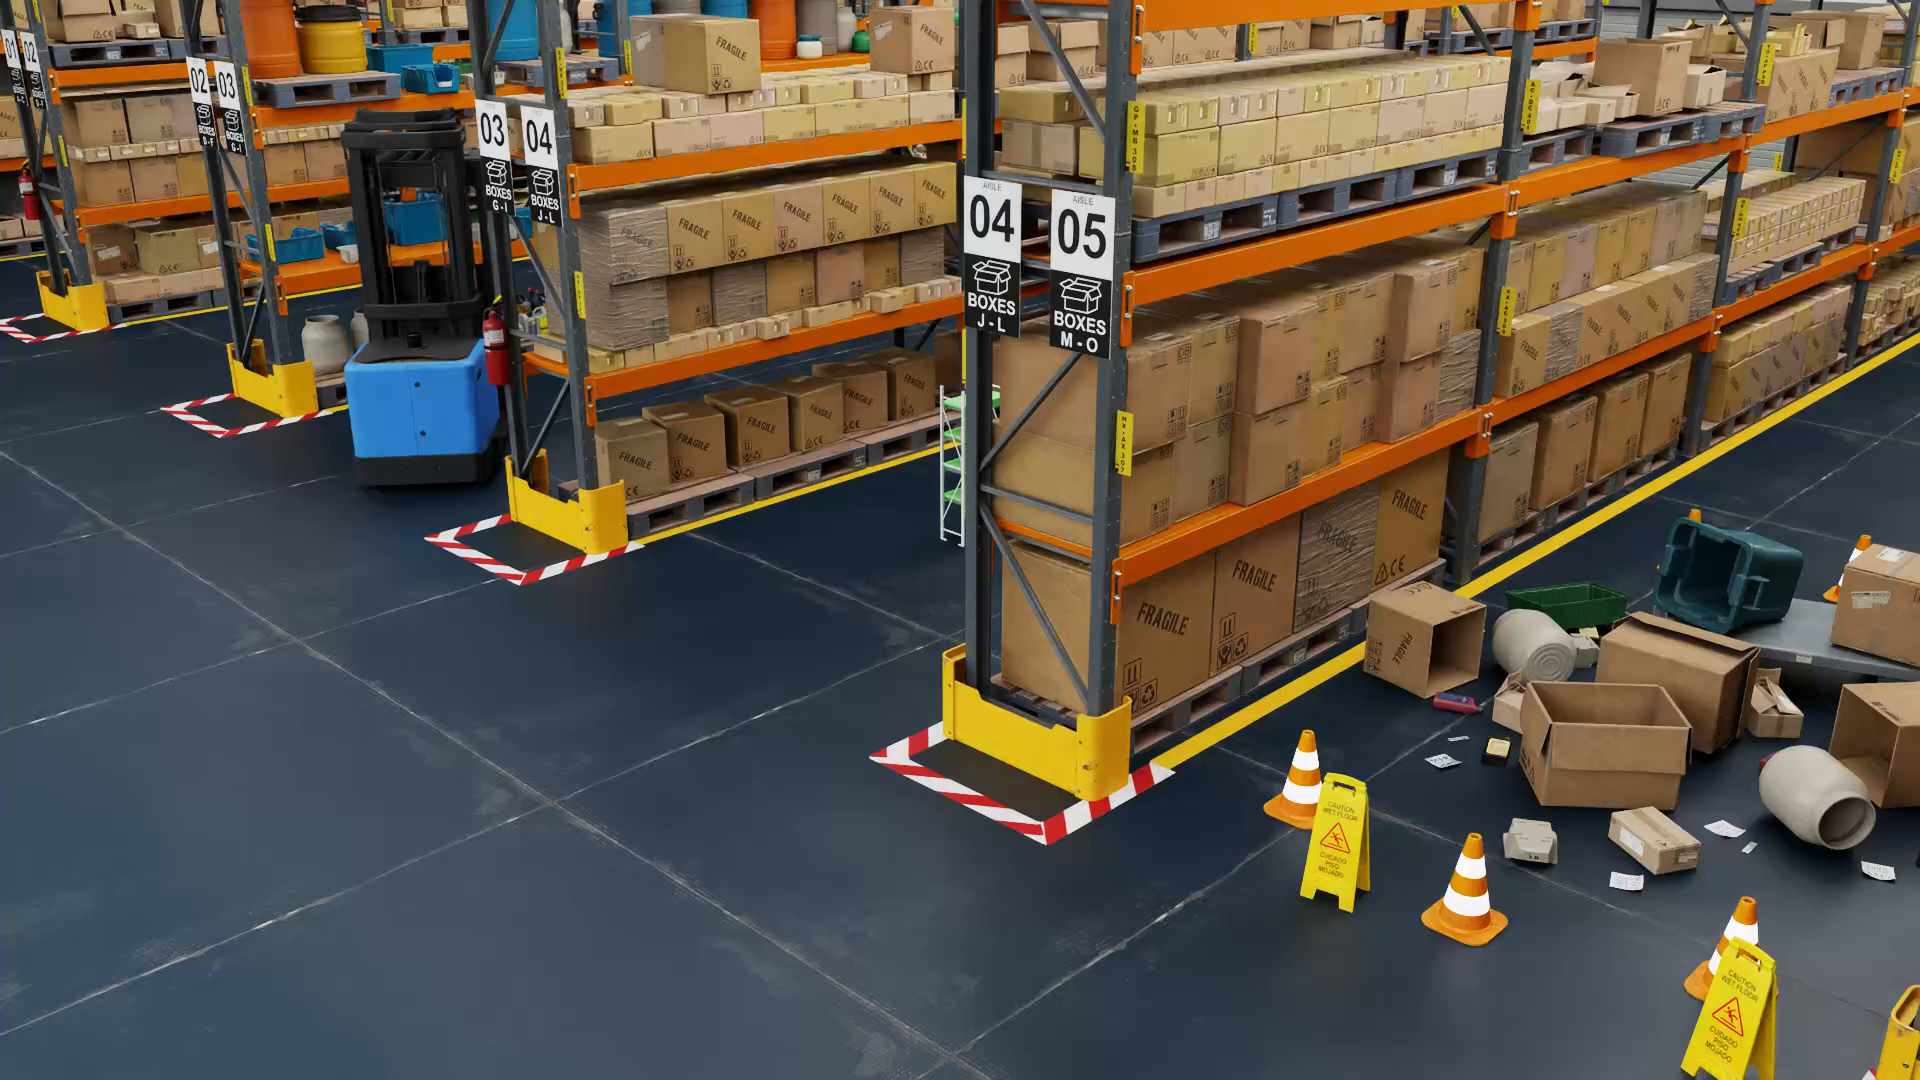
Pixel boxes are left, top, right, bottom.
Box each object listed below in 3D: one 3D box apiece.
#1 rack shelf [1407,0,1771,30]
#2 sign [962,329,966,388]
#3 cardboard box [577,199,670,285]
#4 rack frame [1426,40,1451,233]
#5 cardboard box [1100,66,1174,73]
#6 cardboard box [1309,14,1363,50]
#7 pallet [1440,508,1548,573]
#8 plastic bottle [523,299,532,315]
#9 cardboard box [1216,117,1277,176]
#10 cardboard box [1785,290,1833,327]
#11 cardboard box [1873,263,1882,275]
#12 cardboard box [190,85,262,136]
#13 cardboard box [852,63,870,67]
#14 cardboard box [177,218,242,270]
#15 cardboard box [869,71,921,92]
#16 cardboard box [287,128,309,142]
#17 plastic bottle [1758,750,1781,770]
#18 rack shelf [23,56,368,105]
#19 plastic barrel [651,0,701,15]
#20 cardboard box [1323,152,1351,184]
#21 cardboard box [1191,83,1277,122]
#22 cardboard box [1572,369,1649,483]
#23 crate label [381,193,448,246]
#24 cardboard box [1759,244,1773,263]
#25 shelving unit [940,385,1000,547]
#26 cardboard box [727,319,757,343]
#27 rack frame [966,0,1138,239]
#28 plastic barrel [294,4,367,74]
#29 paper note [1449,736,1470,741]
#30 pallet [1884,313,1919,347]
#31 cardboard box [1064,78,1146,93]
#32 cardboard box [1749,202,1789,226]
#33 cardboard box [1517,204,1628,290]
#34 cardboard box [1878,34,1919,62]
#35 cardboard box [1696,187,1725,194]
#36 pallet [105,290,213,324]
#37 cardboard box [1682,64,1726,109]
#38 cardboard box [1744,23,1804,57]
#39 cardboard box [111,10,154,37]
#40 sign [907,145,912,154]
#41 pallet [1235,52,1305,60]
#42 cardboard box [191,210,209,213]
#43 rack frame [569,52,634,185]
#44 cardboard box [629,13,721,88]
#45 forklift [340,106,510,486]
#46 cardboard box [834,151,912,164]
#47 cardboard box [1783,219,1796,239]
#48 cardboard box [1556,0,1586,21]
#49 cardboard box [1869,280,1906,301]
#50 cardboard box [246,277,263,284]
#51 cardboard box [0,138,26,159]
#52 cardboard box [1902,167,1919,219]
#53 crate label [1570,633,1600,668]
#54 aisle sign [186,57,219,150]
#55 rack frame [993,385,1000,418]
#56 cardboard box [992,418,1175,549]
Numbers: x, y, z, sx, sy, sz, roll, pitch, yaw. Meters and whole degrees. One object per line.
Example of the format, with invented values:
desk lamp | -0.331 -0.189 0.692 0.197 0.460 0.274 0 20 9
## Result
rack shelf | 4.614 -4.003 12.007 1.077 0.370 4.000 19 28 41
sign | 0.050 -0.973 8.982 0.100 0.325 0.005 19 28 41
cardboard box | -2.475 -2.176 12.107 0.500 0.500 0.500 19 28 41
rack frame | 5.317 -4.535 20.192 1.000 3.000 0.127 19 28 41
cardboard box | 1.682 -4.394 15.854 0.500 0.250 0.500 -19 28 -41
cardboard box | 3.936 -5.682 18.265 0.797 0.503 0.637 19 28 40
pallet | 3.704 -0.127 12.610 1.003 0.211 1.213 19 28 41
plastic bottle | -4.688 -2.479 18.033 0.097 0.271 0.097 0 21 0
cardboard box | 1.303 -2.085 8.708 0.500 0.250 0.500 19 28 40
cardboard box | 8.094 -2.263 16.136 0.500 0.250 0.500 -19 28 -40
cardboard box | 10.294 -3.102 19.023 0.250 0.149 0.380 -19 28 -40
cardboard box | -8.714 -5.108 19.737 0.700 0.500 0.500 19 28 41
cardboard box | -0.711 -3.988 14.243 0.380 0.149 0.250 18 28 39
cardboard box | -8.929 -3.536 19.796 0.500 0.500 0.500 19 28 41
cardboard box | -0.536 -3.793 13.734 0.380 0.149 0.250 20 28 41
cardboard box | -8.106 -4.924 20.160 0.380 0.149 0.250 19 28 40
plastic bottle | 4.592 1.236 9.274 0.283 0.061 0.133 -14 25 -33
rack shelf | -8.754 -5.509 19.549 1.077 0.370 4.000 19 28 41
plastic barrel | -3.157 -5.705 18.358 0.600 0.901 0.600 0 21 0
cardboard box | 1.955 -2.106 9.319 0.380 0.149 0.250 20 28 41
cardboard box | 1.420 -2.282 8.663 0.380 0.149 0.250 20 28 41
cardboard box | 4.913 -1.026 13.613 0.750 0.750 1.050 -20 28 -41
crate label | -5.513 -3.247 16.793 0.502 0.435 0.616 19 28 41
cardboard box | 7.029 -2.591 14.899 0.250 0.149 0.380 -19 28 -40
shelving unit | 0.115 -0.603 12.470 0.258 1.200 0.503 19 28 41
cardboard box | -1.818 -1.670 13.088 0.380 0.149 0.250 19 28 41
rack frame | 0.429 -2.983 7.793 1.000 3.000 0.127 19 28 41
plastic barrel | -5.899 -4.699 15.590 0.600 0.588 0.600 0 21 0
paper note | 2.874 1.145 9.582 0.123 0.001 0.032 -6 22 -15
pallet | 10.094 -2.463 18.687 1.003 0.211 1.213 19 28 41
cardboard box | 0.775 -2.382 8.924 0.250 0.149 0.380 -20 28 -41
cardboard box | 7.203 -2.936 14.967 0.250 0.149 0.380 -19 28 -40
cardboard box | 4.625 -2.246 12.703 0.700 0.500 0.500 19 28 40
cardboard box | 9.308 -4.895 16.460 0.500 0.250 0.500 -19 28 -40
cardboard box | 7.109 -3.235 15.746 0.250 0.149 0.380 -19 28 -40
pallet | -9.646 -2.836 19.659 1.003 0.211 1.213 19 28 41
cardboard box | 5.495 -3.497 12.710 0.500 0.311 0.500 19 28 41
cardboard box | 6.849 -4.211 13.962 0.396 0.266 0.258 19 28 41
cardboard box | -9.535 -5.884 18.950 0.500 0.250 0.500 19 28 41
sign | -0.623 -4.687 20.360 0.100 0.325 0.005 19 28 41
pallet | 2.938 -4.998 17.478 1.003 0.211 1.213 -19 28 -40
cardboard box | -11.263 -4.936 24.570 0.380 0.166 0.250 15 26 34
rack frame | -3.813 -3.718 18.067 1.000 3.000 0.127 19 28 41
cardboard box | -2.154 -3.731 12.669 0.500 0.500 0.500 19 28 41
forklift | -4.576 -2.297 14.466 1.130 2.935 3.031 -2 21 -6
cardboard box | -0.760 -3.079 14.456 0.500 0.500 0.500 19 28 41
cardboard box | 7.388 -2.862 15.191 0.380 0.149 0.250 19 28 40
cardboard box | 7.783 -7.106 21.835 0.700 0.500 0.500 17 27 38
cardboard box | 9.966 -2.698 17.973 0.250 0.149 0.380 -19 28 -41
cardboard box | -8.568 -3.311 20.254 0.500 0.250 0.500 19 28 41
cardboard box | -12.781 -5.292 22.343 0.500 0.250 0.500 18 28 39
cardboard box | 9.666 -3.646 17.326 0.500 0.500 0.500 19 28 41
crate label | 3.901 0.698 10.568 0.298 0.136 0.250 2 21 4
aisle sign | -6.866 -3.959 15.071 0.394 0.787 0.004 19 28 41
rack frame | 0.286 -0.665 12.633 0.240 1.200 0.015 19 28 41
cardboard box | 0.655 -0.360 9.120 0.875 0.550 0.550 19 28 41
